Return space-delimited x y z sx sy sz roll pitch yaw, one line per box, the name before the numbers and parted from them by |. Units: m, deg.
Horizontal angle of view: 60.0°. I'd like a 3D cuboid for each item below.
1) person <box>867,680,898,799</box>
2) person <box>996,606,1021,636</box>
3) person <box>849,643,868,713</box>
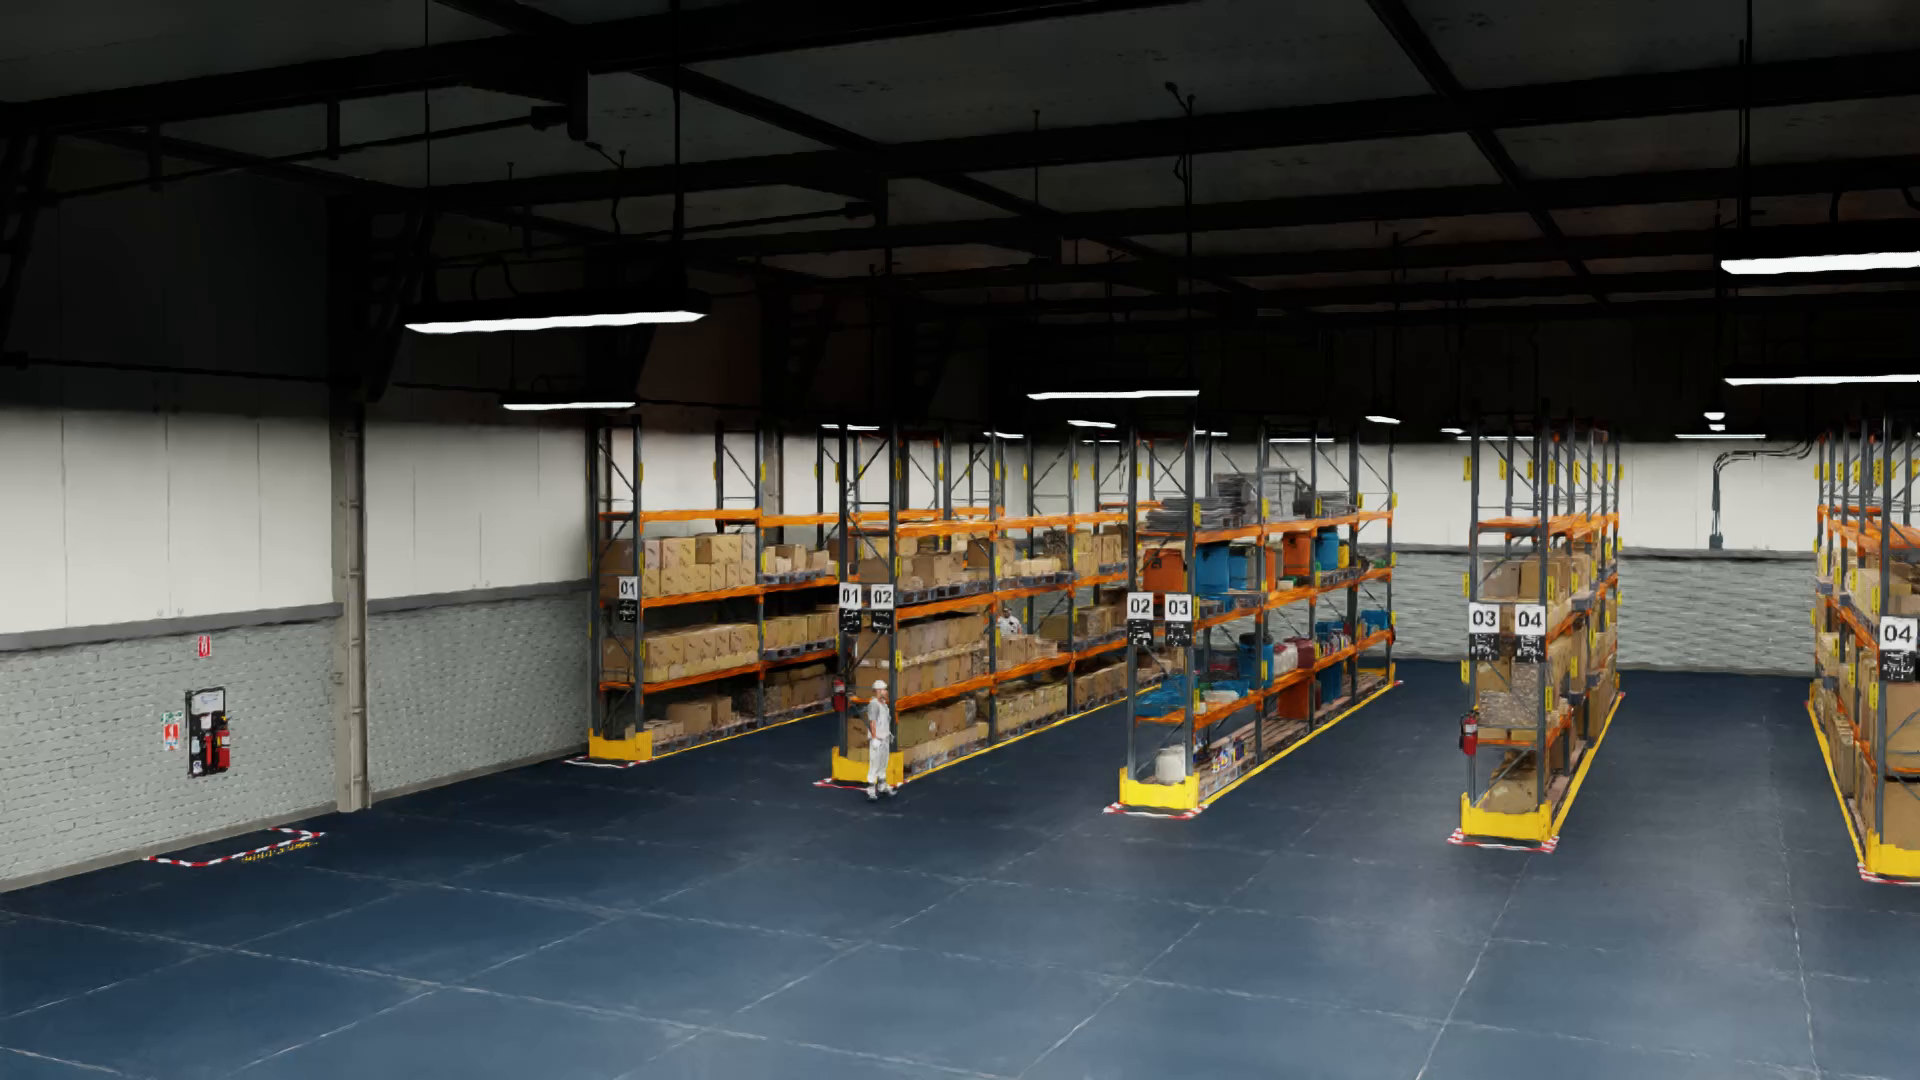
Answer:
person | -1.206 3.034 25.465 0.386 1.796 0.678 1 2 18
person | 1.192 2.464 41.020 0.682 1.715 0.542 1 3 22
person | -1.916 2.720 34.310 0.700 1.749 0.697 1 2 17
